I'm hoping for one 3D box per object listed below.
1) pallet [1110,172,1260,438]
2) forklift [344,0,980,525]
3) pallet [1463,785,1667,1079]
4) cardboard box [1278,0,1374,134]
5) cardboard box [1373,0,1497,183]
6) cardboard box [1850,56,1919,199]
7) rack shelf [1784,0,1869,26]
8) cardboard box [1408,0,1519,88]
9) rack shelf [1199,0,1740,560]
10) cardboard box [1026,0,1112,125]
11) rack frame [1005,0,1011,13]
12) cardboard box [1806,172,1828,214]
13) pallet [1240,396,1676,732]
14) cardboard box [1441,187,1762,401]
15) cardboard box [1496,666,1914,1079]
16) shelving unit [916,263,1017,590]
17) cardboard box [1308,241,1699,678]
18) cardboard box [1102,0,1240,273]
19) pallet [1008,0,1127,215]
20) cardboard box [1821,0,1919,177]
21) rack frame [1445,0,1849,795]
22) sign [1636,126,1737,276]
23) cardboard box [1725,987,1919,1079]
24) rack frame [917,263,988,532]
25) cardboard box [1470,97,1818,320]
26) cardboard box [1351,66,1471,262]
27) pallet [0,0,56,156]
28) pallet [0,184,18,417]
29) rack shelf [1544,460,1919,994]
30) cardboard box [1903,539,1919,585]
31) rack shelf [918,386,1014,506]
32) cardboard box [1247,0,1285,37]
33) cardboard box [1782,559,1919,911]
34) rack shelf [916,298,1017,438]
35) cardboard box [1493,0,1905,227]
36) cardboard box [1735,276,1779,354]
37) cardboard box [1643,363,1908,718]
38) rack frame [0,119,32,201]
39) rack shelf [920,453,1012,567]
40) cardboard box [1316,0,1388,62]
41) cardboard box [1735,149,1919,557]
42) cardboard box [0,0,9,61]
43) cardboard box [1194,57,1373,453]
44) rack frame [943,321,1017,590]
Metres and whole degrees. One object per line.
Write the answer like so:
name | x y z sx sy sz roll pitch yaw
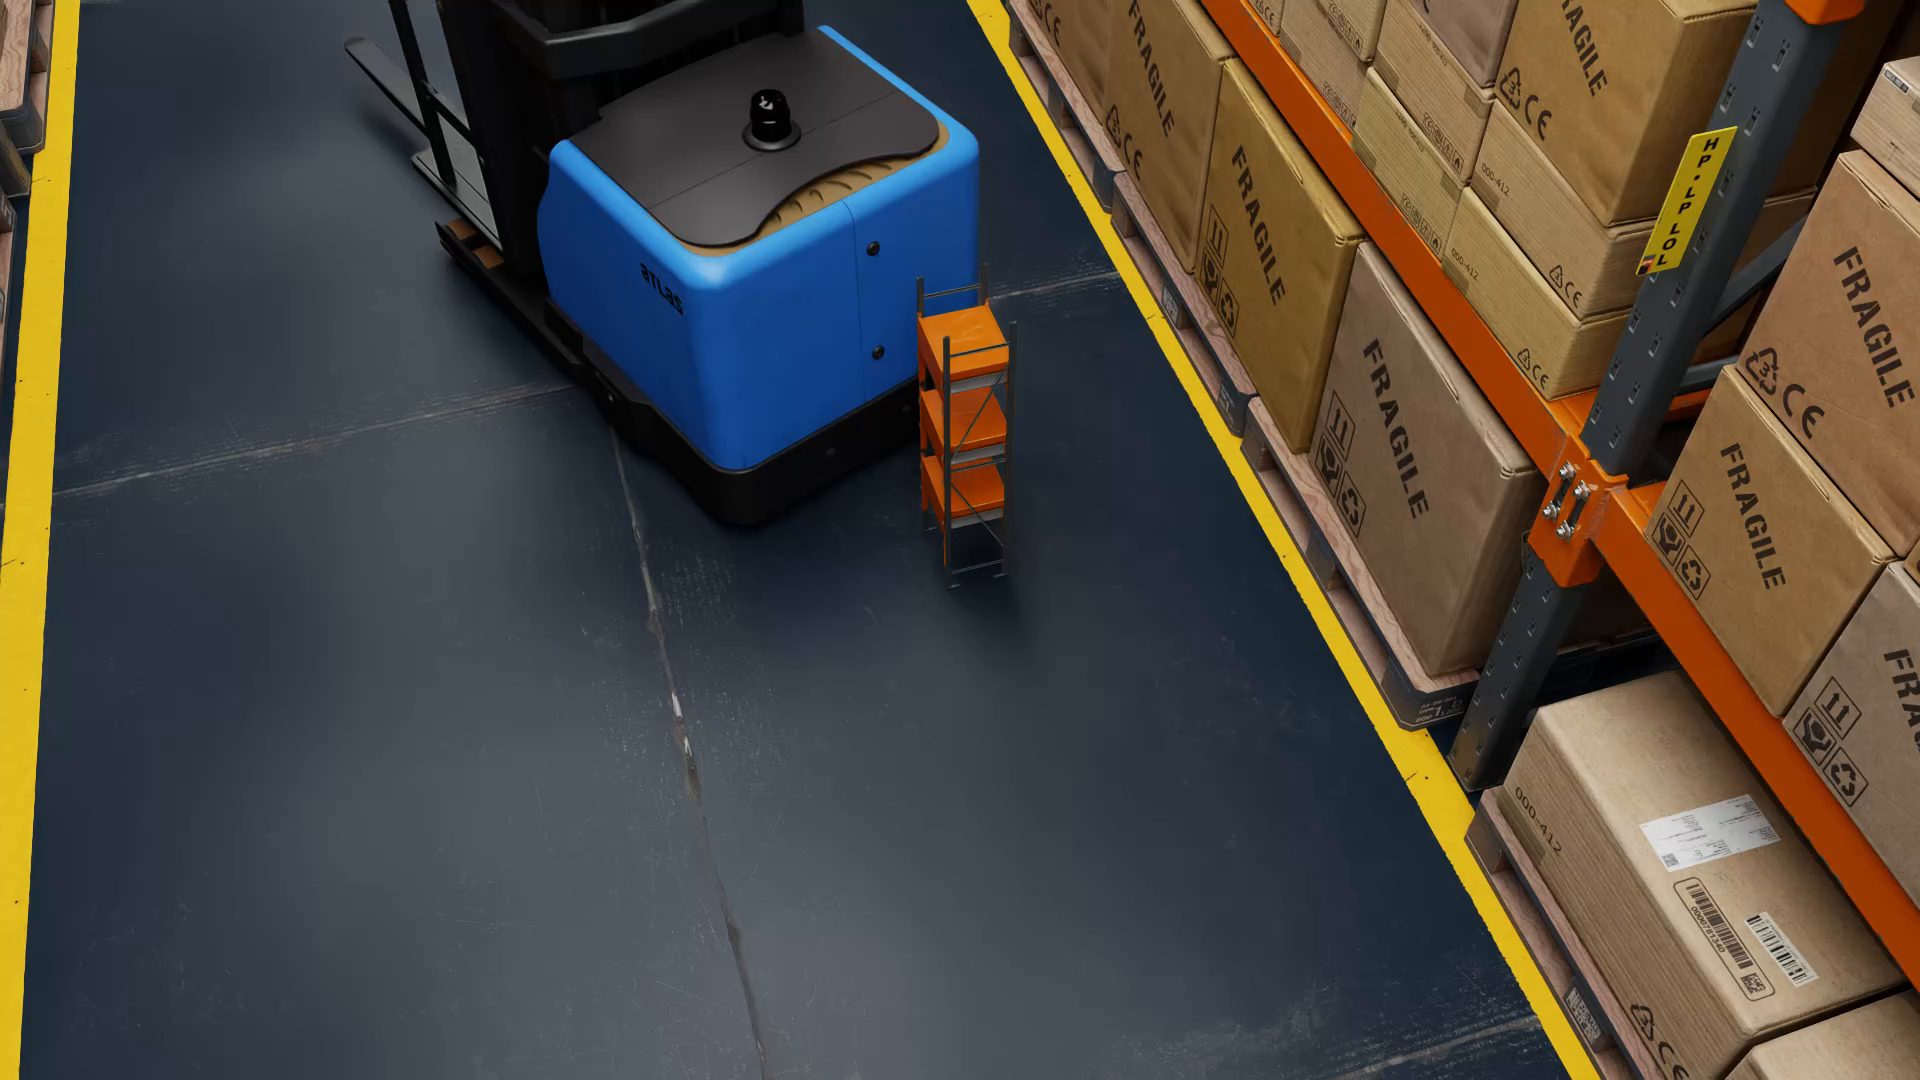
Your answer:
pallet | 1.211 -0.952 5.915 1.003 0.211 1.213 -13 51 -11
forklift | -1.247 -2.061 5.071 1.130 2.935 3.031 -32 57 -24
pallet | 2.025 1.060 4.218 1.003 0.211 1.213 -13 51 -11
cardboard box | 1.221 -1.379 4.549 0.500 0.250 0.500 -15 51 -12
cardboard box | 1.358 -1.155 4.033 0.500 0.250 0.500 -12 51 -10
cardboard box | 1.721 -0.686 2.723 0.380 0.149 0.250 -14 51 -12
rack shelf | 2.467 0.314 1.532 1.077 0.370 4.000 -13 51 -11
cardboard box | 1.343 -1.412 3.759 0.500 0.500 0.500 -12 51 -10
rack shelf | 1.284 -1.641 5.142 1.077 0.370 4.000 -13 51 -11
cardboard box | 0.817 -2.261 6.309 0.875 0.875 0.875 -14 51 -11
rack frame | 0.692 -3.333 6.098 1.000 3.000 0.127 -13 51 -11
cardboard box | 2.015 -0.910 3.826 0.500 0.250 0.500 -15 51 -12
pallet | 1.575 -0.060 5.162 1.003 0.211 1.213 -13 51 -11
cardboard box | 1.502 -0.634 3.921 0.500 0.250 0.500 -14 51 -12
cardboard box | 1.958 0.761 4.047 0.875 0.438 0.875 -14 51 -12
shelving unit | 0.016 -0.299 4.816 0.215 1.050 0.252 -13 51 -11
cardboard box | 1.615 -0.297 4.654 0.875 0.875 0.875 -12 51 -10
cardboard box | 1.077 -1.608 5.759 0.875 0.875 0.875 -13 51 -11
pallet | 0.853 -1.842 6.665 1.003 0.211 1.213 -13 51 -11
cardboard box | 2.020 -1.153 3.541 0.500 0.500 0.500 -13 51 -11
rack frame | 1.875 -0.412 3.635 1.000 3.000 0.127 -13 51 -11
sign | 1.360 -0.630 3.114 0.100 0.325 0.005 -13 51 -11
cardboard box | 2.224 1.415 3.496 0.875 0.438 0.875 -15 51 -12
rack frame | -0.020 -0.388 4.891 0.200 1.050 0.008 -13 51 -11
cardboard box | 1.513 -0.792 3.727 0.500 0.250 0.500 -13 51 -11
cardboard box | 1.352 -1.007 4.235 0.500 0.250 0.500 -14 51 -11
pallet | -4.254 -1.920 6.730 1.003 0.211 1.213 -13 51 -11
pallet | -3.864 -0.756 5.749 1.003 0.211 1.213 -13 51 -11
rack shelf | 2.467 1.281 2.679 1.077 0.370 4.000 -13 51 -11
cardboard box | 1.928 0.006 2.563 0.500 0.500 0.500 -14 51 -11
rack shelf | 0.016 -0.292 4.824 0.215 0.259 0.240 -13 51 -11
cardboard box | 1.064 -1.756 4.866 0.500 0.250 0.500 -13 51 -11
cardboard box | 1.909 0.326 2.948 0.500 0.500 0.500 -13 51 -11
rack shelf | 0.016 -0.475 4.607 0.215 0.259 0.240 -13 51 -11
cardboard box | 1.503 -1.036 3.442 0.500 0.500 0.500 -12 51 -10
cardboard box | 1.997 -0.745 4.014 0.500 0.250 0.500 -14 51 -12
cardboard box | 1.764 -0.042 3.258 0.500 0.500 0.500 -12 51 -10
rack frame | -4.048 -2.208 5.150 1.000 3.000 0.127 -13 51 -11
rack shelf | 0.016 -0.113 5.036 0.215 0.259 0.240 -13 51 -11
cardboard box | 1.199 -1.532 4.351 0.500 0.250 0.500 -12 51 -10
cardboard box | 1.785 -0.364 2.876 0.500 0.500 0.500 -13 51 -11
cardboard box | -4.220 -2.037 6.284 0.875 0.625 0.625 -12 51 -10
cardboard box | 1.341 -0.955 5.208 0.875 0.875 0.875 -12 51 -10
rack frame | 0.052 -0.210 4.741 0.200 1.050 0.008 -13 51 -11
